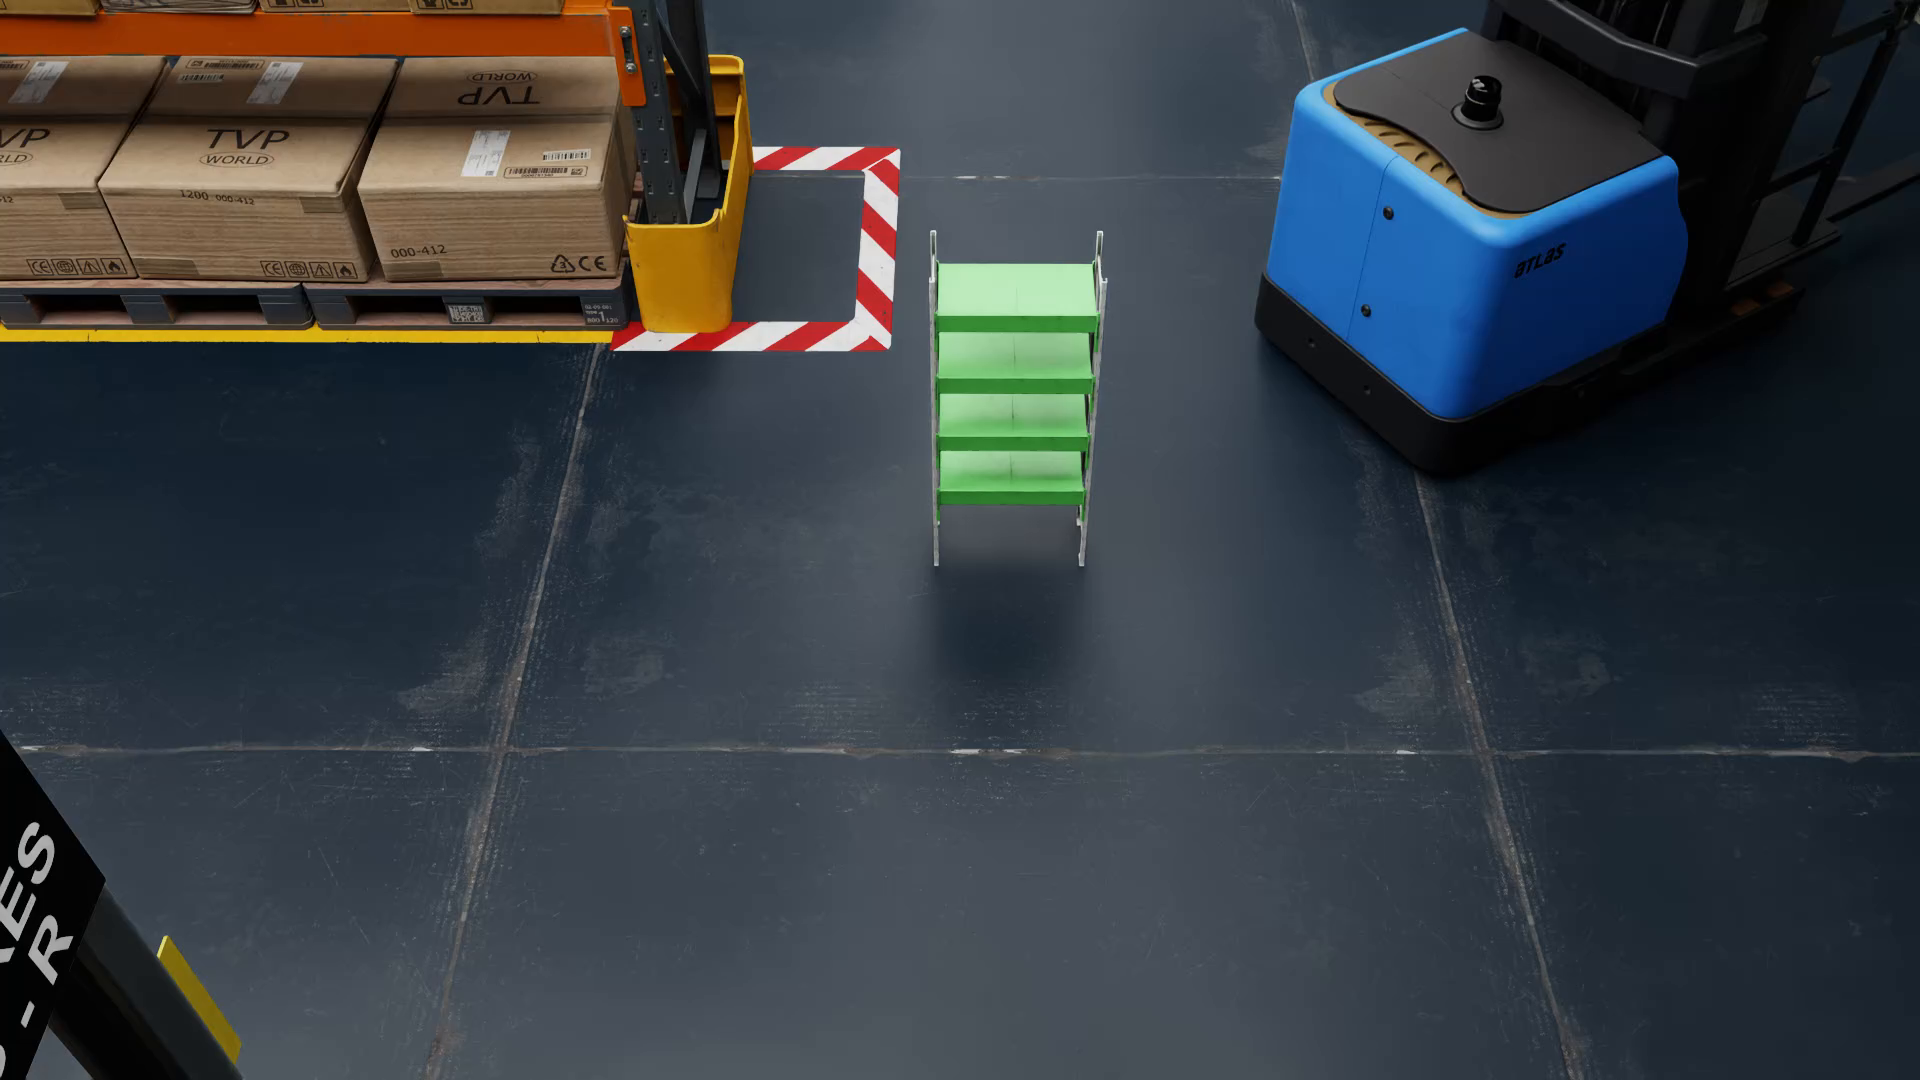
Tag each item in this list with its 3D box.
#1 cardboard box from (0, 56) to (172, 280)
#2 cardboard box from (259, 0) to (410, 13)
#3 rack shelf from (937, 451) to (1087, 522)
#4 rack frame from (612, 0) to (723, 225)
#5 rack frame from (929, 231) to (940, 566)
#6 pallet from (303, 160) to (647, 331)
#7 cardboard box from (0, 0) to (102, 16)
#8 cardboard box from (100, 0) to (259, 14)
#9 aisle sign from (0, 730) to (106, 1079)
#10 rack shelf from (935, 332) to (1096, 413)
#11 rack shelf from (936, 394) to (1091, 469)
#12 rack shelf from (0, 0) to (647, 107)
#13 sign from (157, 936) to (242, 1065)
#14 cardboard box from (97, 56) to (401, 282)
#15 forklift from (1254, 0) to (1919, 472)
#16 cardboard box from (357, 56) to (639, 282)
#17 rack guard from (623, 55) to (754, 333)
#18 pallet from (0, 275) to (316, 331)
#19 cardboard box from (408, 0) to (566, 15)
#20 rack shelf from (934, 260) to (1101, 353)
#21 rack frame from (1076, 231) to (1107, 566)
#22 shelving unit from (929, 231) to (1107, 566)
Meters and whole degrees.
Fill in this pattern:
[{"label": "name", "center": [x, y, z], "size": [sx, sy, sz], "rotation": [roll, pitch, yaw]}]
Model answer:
[{"label": "cardboard box", "center": [-3.561, -1.447, 6.429], "size": [0.875, 0.438, 0.875], "rotation": [-1, 47, -1]}, {"label": "cardboard box", "center": [-2.069, -2.103, 5.507], "size": [0.500, 0.500, 0.500], "rotation": [-1, 47, -1]}, {"label": "rack shelf", "center": [0.166, -0.201, 5.451], "size": [0.480, 0.148, 0.258], "rotation": [0, 47, 0]}, {"label": "rack frame", "center": [-1.084, -2.248, 5.711], "size": [0.127, 3.000, 1.000], "rotation": [0, 47, 0]}, {"label": "rack frame", "center": [-0.078, -0.409, 5.229], "size": [0.015, 1.200, 0.240], "rotation": [0, 47, 0]}, {"label": "pallet", "center": [-1.884, -1.243, 6.681], "size": [1.213, 0.211, 1.003], "rotation": [0, 47, 0]}, {"label": "cardboard box", "center": [-3.100, -2.089, 5.494], "size": [0.500, 0.500, 0.500], "rotation": [1, 47, 1]}, {"label": "cardboard box", "center": [-2.584, -2.097, 5.502], "size": [0.500, 0.500, 0.500], "rotation": [1, 47, 1]}, {"label": "aisle sign", "center": [-1.029, 0.284, 1.578], "size": [0.004, 0.787, 0.394], "rotation": [0, 47, 0]}, {"label": "rack shelf", "center": [0.166, -0.528, 5.099], "size": [0.480, 0.148, 0.258], "rotation": [0, 47, 0]}, {"label": "rack shelf", "center": [0.166, -0.365, 5.275], "size": [0.480, 0.148, 0.258], "rotation": [0, 47, 0]}, {"label": "rack shelf", "center": [-3.084, -2.009, 5.980], "size": [4.000, 0.370, 1.077], "rotation": [0, 47, 0]}, {"label": "sign", "center": [-1.097, 0.693, 2.382], "size": [0.005, 0.325, 0.100], "rotation": [0, 47, 0]}, {"label": "cardboard box", "center": [-2.660, -1.444, 6.426], "size": [0.875, 0.438, 0.875], "rotation": [1, 47, 1]}, {"label": "forklift", "center": [2.646, -2.067, 5.589], "size": [3.031, 2.935, 1.130], "rotation": [-25, 52, -21]}, {"label": "cardboard box", "center": [-1.744, -1.447, 6.429], "size": [0.875, 0.438, 0.875], "rotation": [-1, 47, -1]}, {"label": "rack guard", "center": [-1.060, -1.397, 6.626], "size": [0.348, 0.500, 1.175], "rotation": [0, 47, 0]}, {"label": "pallet", "center": [-3.101, -1.249, 6.686], "size": [1.213, 0.211, 1.003], "rotation": [0, 47, 0]}, {"label": "cardboard box", "center": [-1.567, -2.090, 5.496], "size": [0.500, 0.500, 0.500], "rotation": [0, 47, 0]}, {"label": "rack shelf", "center": [0.166, -0.692, 4.924], "size": [0.480, 0.148, 0.258], "rotation": [0, 47, 0]}, {"label": "rack frame", "center": [0.410, -0.408, 5.228], "size": [0.015, 1.200, 0.240], "rotation": [0, 47, 0]}, {"label": "shelving unit", "center": [0.166, -0.408, 5.228], "size": [0.503, 1.200, 0.258], "rotation": [0, 47, 0]}]
